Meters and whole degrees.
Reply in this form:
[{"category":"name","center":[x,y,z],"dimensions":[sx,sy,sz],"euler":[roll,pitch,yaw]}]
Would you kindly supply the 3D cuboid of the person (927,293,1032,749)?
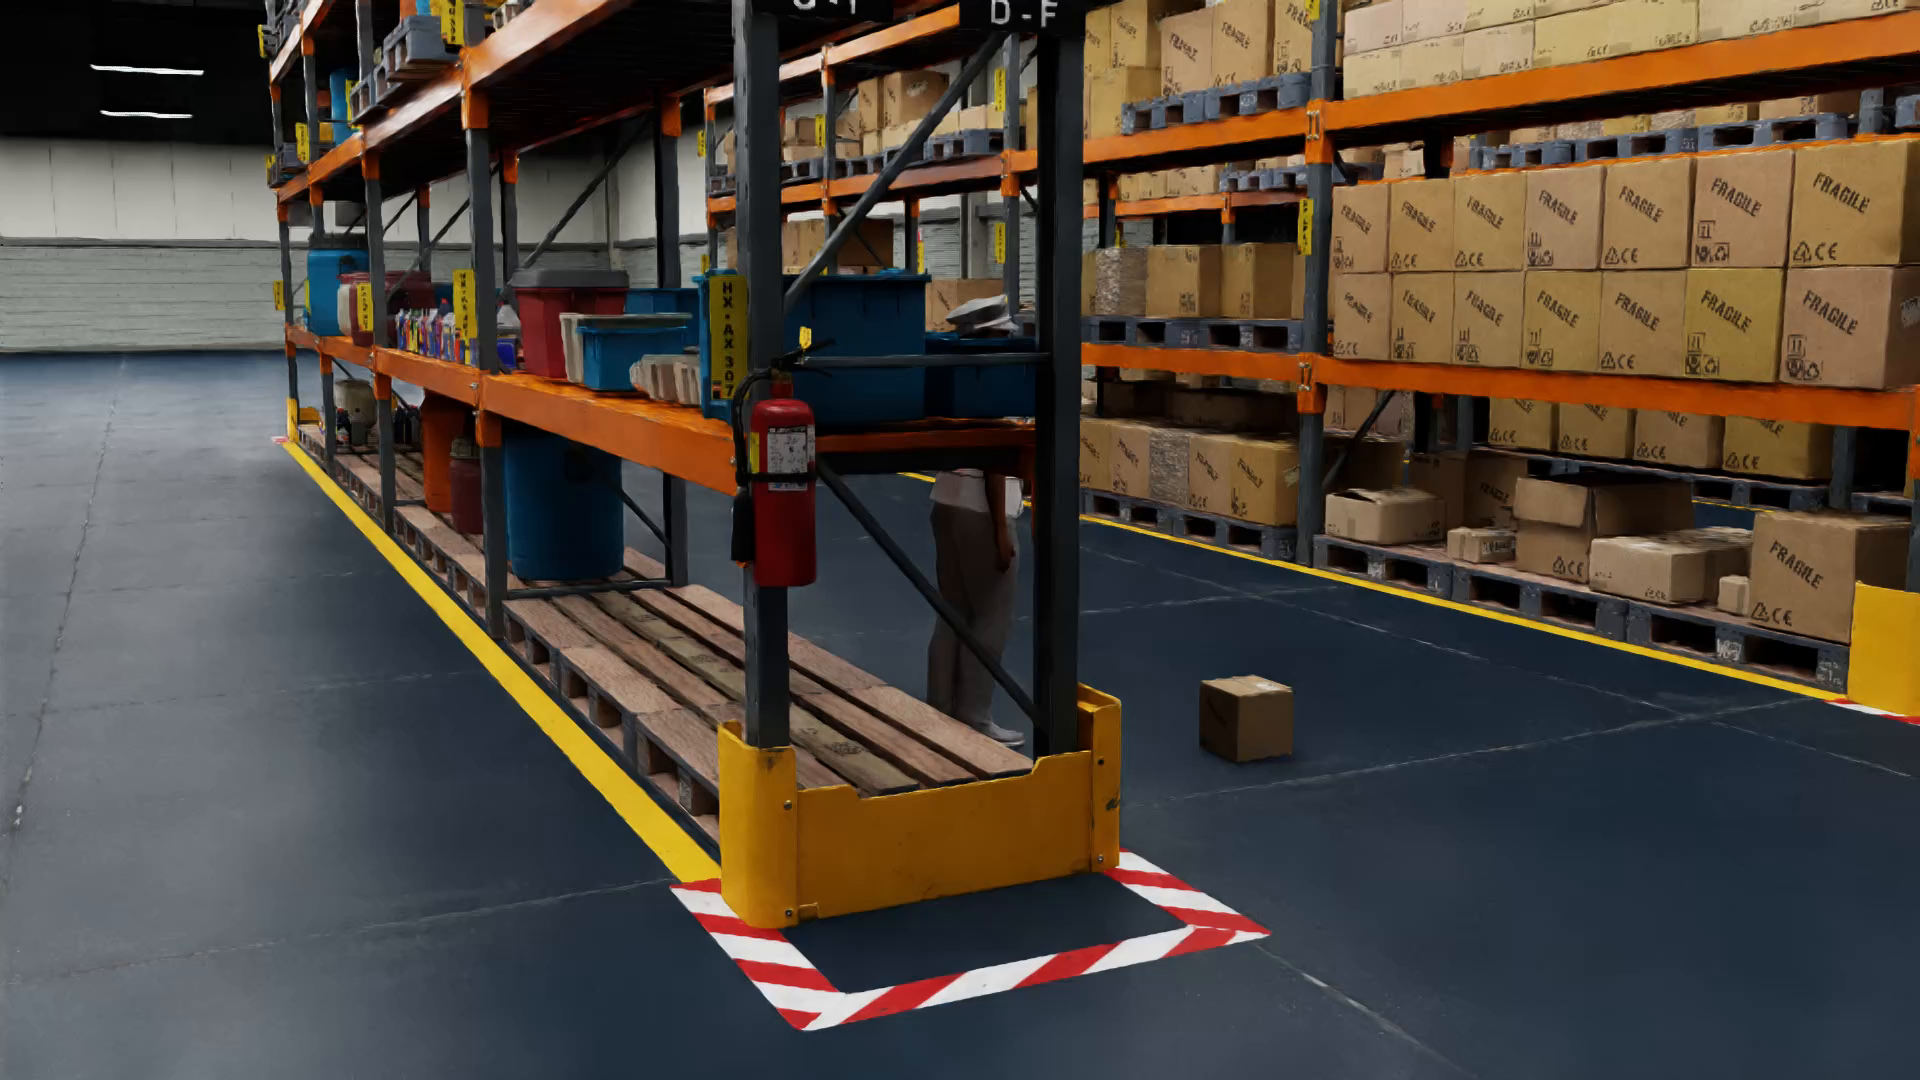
[{"category":"person","center":[0.065,-0.062,6.217],"dimensions":[0.394,1.681,0.482],"euler":[-4,10,-27]}]
